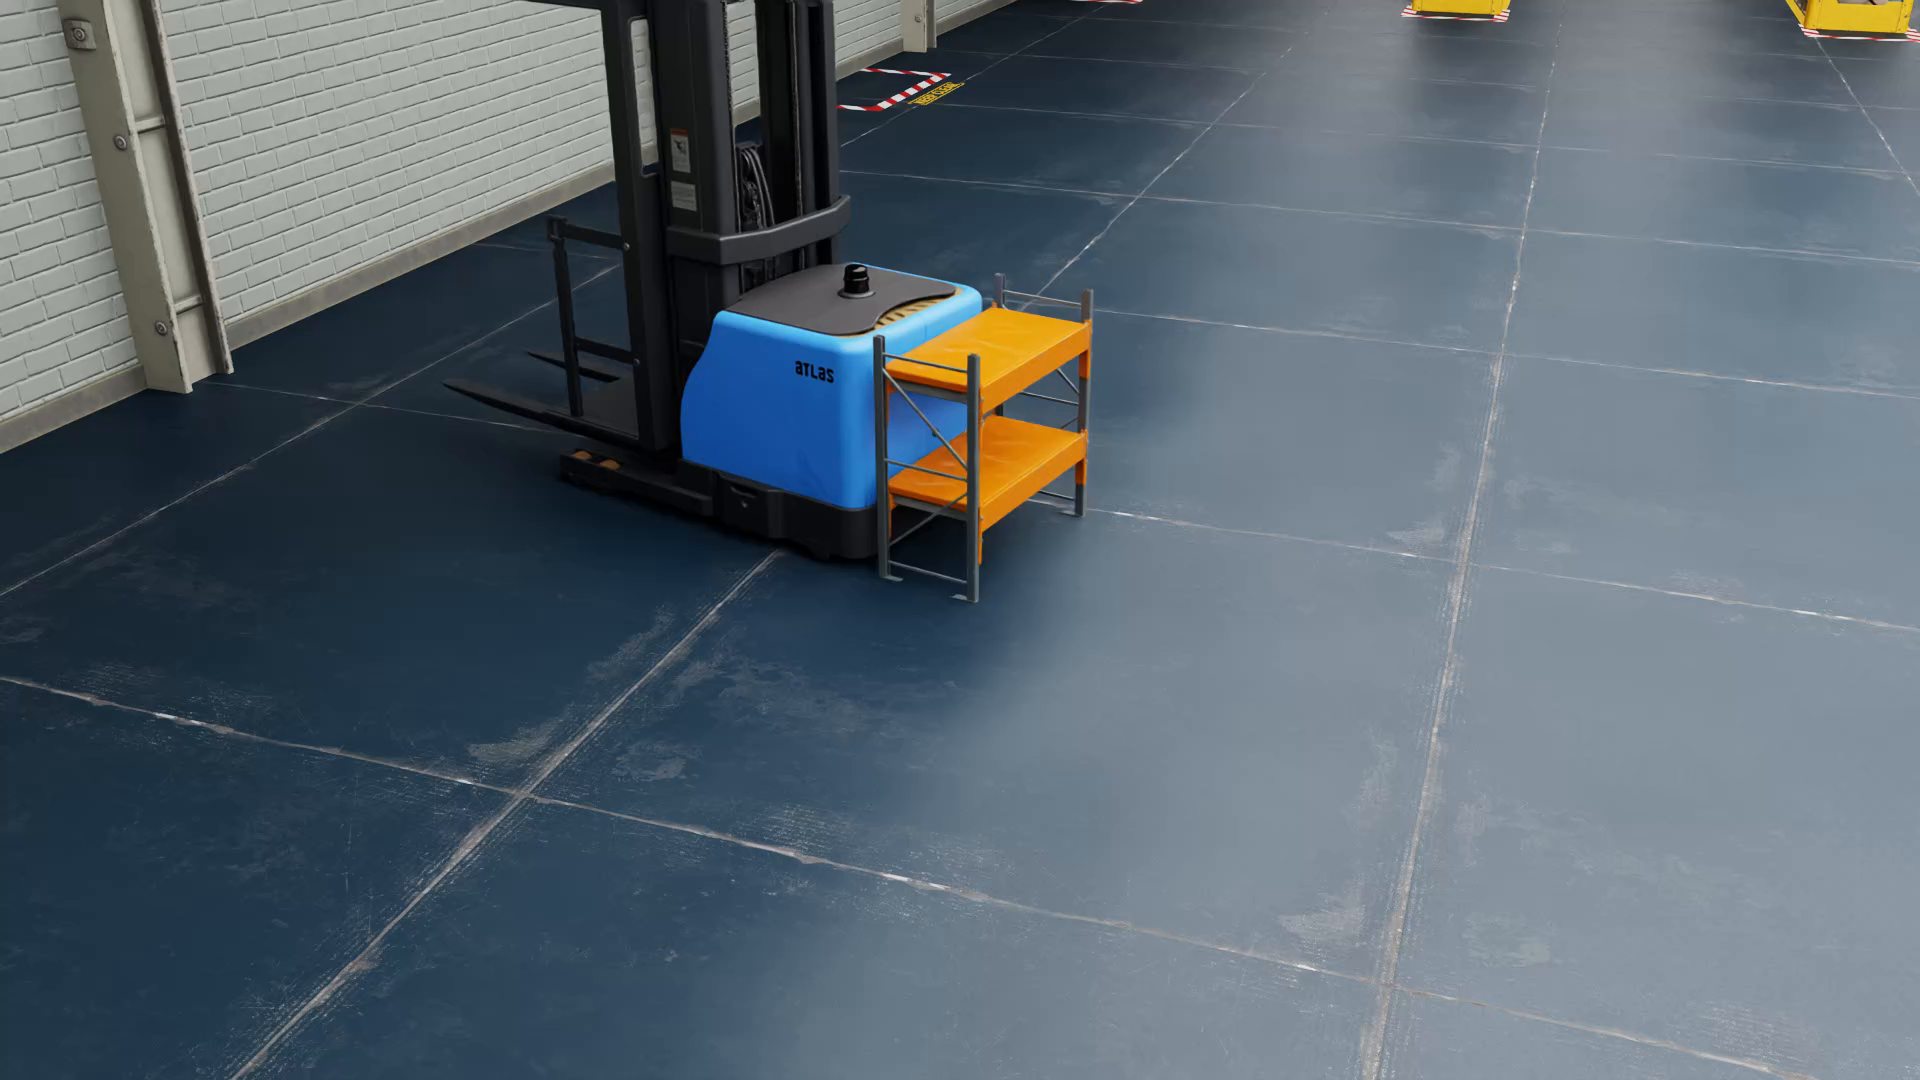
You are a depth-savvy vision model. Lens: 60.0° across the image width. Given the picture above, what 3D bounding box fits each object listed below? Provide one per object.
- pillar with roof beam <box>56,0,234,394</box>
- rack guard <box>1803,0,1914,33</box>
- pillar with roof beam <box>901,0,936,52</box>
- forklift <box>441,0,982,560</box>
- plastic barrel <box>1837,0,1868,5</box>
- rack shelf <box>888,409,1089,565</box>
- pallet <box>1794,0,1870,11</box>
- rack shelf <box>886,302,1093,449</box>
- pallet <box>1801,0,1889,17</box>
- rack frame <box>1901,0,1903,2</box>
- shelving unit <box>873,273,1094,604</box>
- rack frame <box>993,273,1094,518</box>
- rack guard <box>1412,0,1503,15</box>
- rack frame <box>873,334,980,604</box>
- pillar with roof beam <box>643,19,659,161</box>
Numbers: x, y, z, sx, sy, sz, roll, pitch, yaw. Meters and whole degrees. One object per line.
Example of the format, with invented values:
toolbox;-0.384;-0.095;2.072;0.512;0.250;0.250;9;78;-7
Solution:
pillar with roof beam;-0.427;-4.363;6.436;9.100;9.000;0.400;9;27;17
rack guard;11.409;-6.748;21.113;1.175;0.500;0.348;9;27;17
pillar with roof beam;3.566;-9.295;16.621;9.100;9.000;0.400;9;27;17
forklift;-1.382;-1.716;7.932;3.031;2.935;1.130;17;31;31
plastic barrel;11.575;-7.186;21.522;0.421;0.512;0.421;0;26;0
rack shelf;0.120;-0.262;7.562;0.538;0.278;1.000;15;29;28
pallet;12.092;-7.450;22.896;1.003;0.211;1.213;9;27;17
rack shelf;0.120;-0.746;7.328;0.538;0.278;1.000;15;29;28
pallet;11.684;-6.951;21.864;1.003;0.211;1.213;9;27;17
rack frame;11.428;-7.835;20.489;1.000;3.000;0.127;9;27;17
shelving unit;0.120;-0.482;7.455;0.538;1.125;1.048;15;29;28
rack frame;0.381;-0.672;7.848;0.500;1.125;0.032;15;29;28
rack guard;6.750;-7.420;22.501;1.175;0.500;0.348;9;27;17
rack frame;-0.141;-0.292;7.062;0.500;1.125;0.032;15;29;28
pillar with roof beam;1.569;-6.829;11.528;9.100;9.000;0.400;9;27;17
